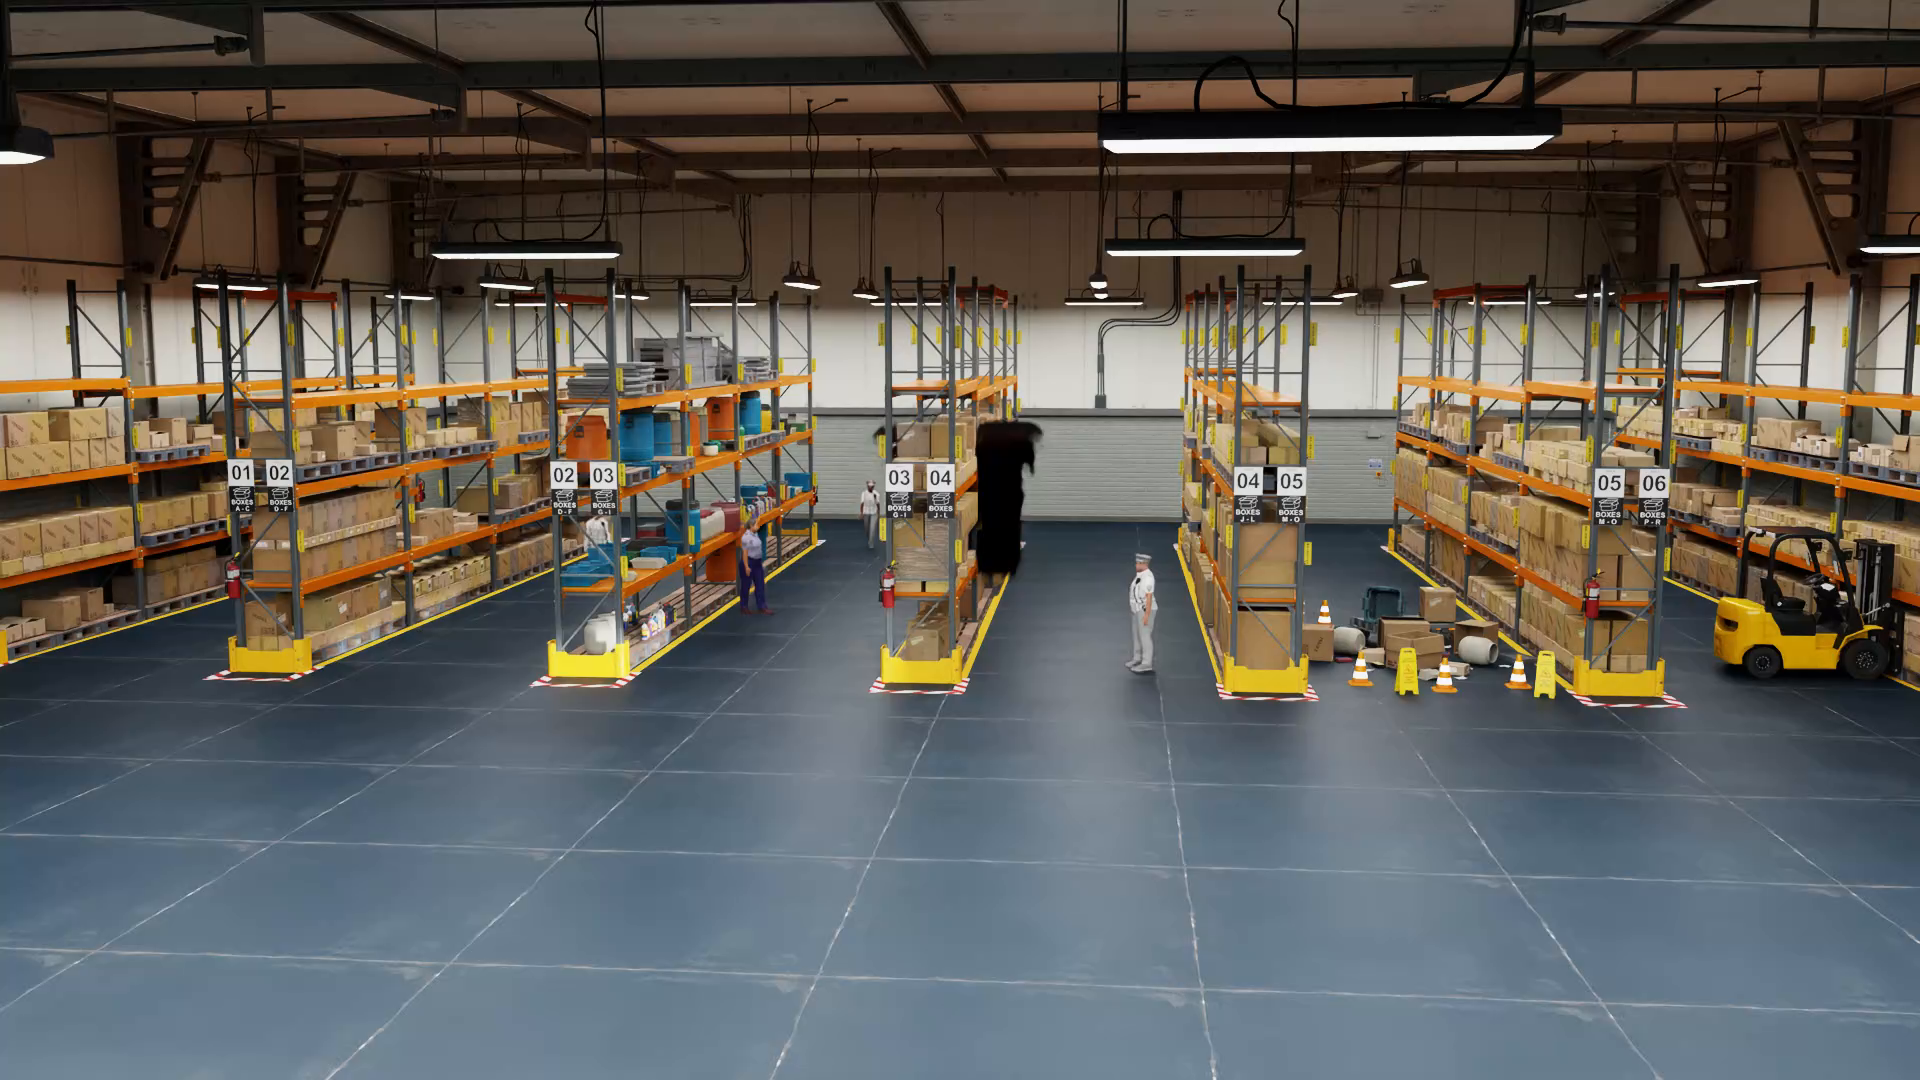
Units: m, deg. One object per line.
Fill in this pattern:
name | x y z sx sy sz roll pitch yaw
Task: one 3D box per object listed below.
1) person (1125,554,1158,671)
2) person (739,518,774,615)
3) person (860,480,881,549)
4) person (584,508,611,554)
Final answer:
person | 2.742 1.078 25.106 0.451 1.760 0.585 -1 7 -8
person | -3.517 0.468 28.364 0.524 1.658 0.507 5 8 34
person | -2.131 -0.620 39.606 0.459 1.628 0.928 1 7 10
person | -7.333 0.105 33.646 0.549 1.631 0.956 0 7 0
